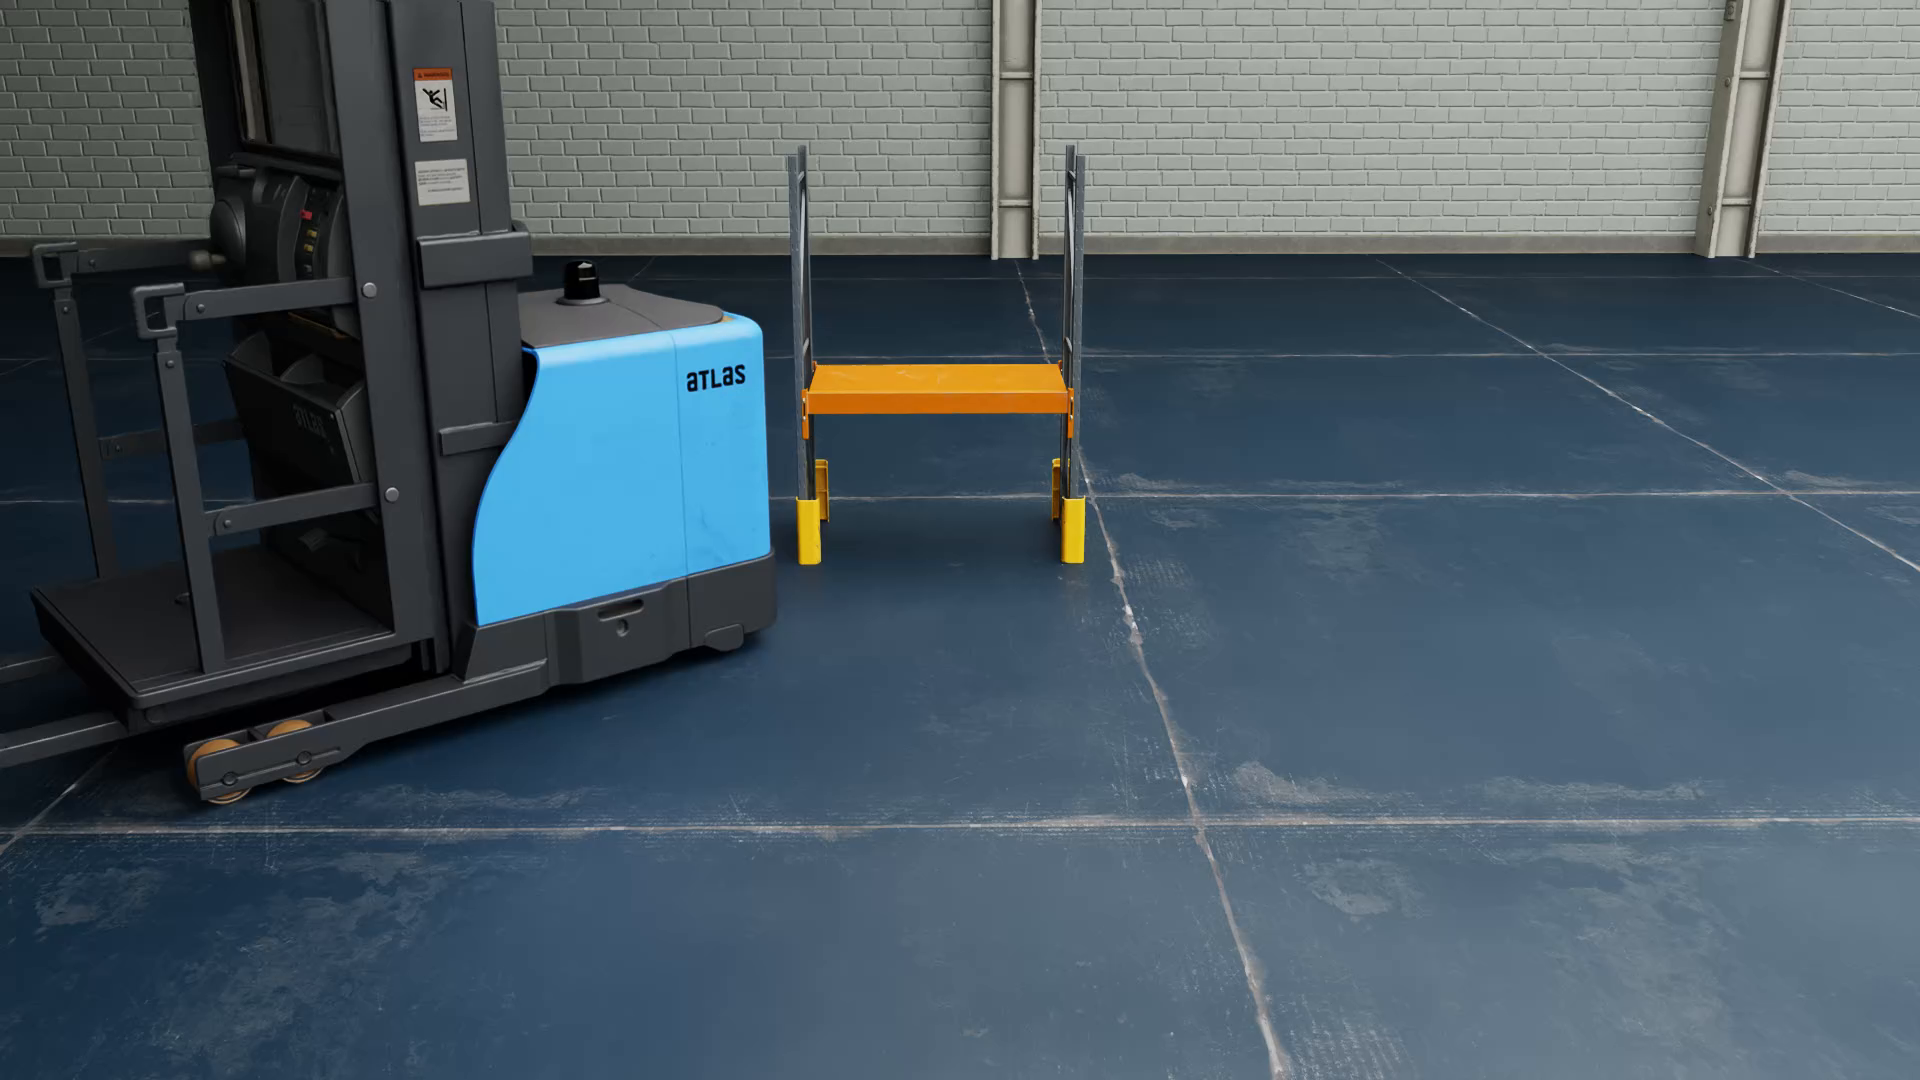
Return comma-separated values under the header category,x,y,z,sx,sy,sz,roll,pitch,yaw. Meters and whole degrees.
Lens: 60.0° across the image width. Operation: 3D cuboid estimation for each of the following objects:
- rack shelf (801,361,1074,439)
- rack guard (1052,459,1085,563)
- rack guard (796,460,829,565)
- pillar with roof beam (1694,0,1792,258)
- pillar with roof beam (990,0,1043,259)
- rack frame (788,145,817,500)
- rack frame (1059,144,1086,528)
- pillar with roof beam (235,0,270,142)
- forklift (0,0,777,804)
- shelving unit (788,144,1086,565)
category,x,y,z,sx,sy,sz,roll,pitch,yaw
rack shelf,-0.085,-0.542,6.372,1.000,0.185,0.538,0,18,-1
rack guard,0.422,-0.121,6.516,0.087,0.250,0.587,0,18,-1
rack guard,-0.574,-0.116,6.501,0.087,0.250,0.587,0,18,-1
pillar with roof beam,6.521,-5.380,8.585,0.400,9.000,9.100,0,18,-1
pillar with roof beam,0.522,-5.351,8.495,0.400,9.000,9.100,0,18,-1
rack frame,-0.594,-0.711,6.310,0.032,1.500,0.500,0,18,-1
rack frame,0.423,-0.716,6.325,0.032,1.500,0.500,0,18,-1
pillar with roof beam,-5.477,-5.322,8.405,0.400,9.000,9.100,0,18,-1
forklift,-2.053,-0.881,4.496,3.031,2.935,1.130,-15,23,-38
shelving unit,-0.076,-0.714,6.317,1.083,1.500,0.587,0,18,-1
